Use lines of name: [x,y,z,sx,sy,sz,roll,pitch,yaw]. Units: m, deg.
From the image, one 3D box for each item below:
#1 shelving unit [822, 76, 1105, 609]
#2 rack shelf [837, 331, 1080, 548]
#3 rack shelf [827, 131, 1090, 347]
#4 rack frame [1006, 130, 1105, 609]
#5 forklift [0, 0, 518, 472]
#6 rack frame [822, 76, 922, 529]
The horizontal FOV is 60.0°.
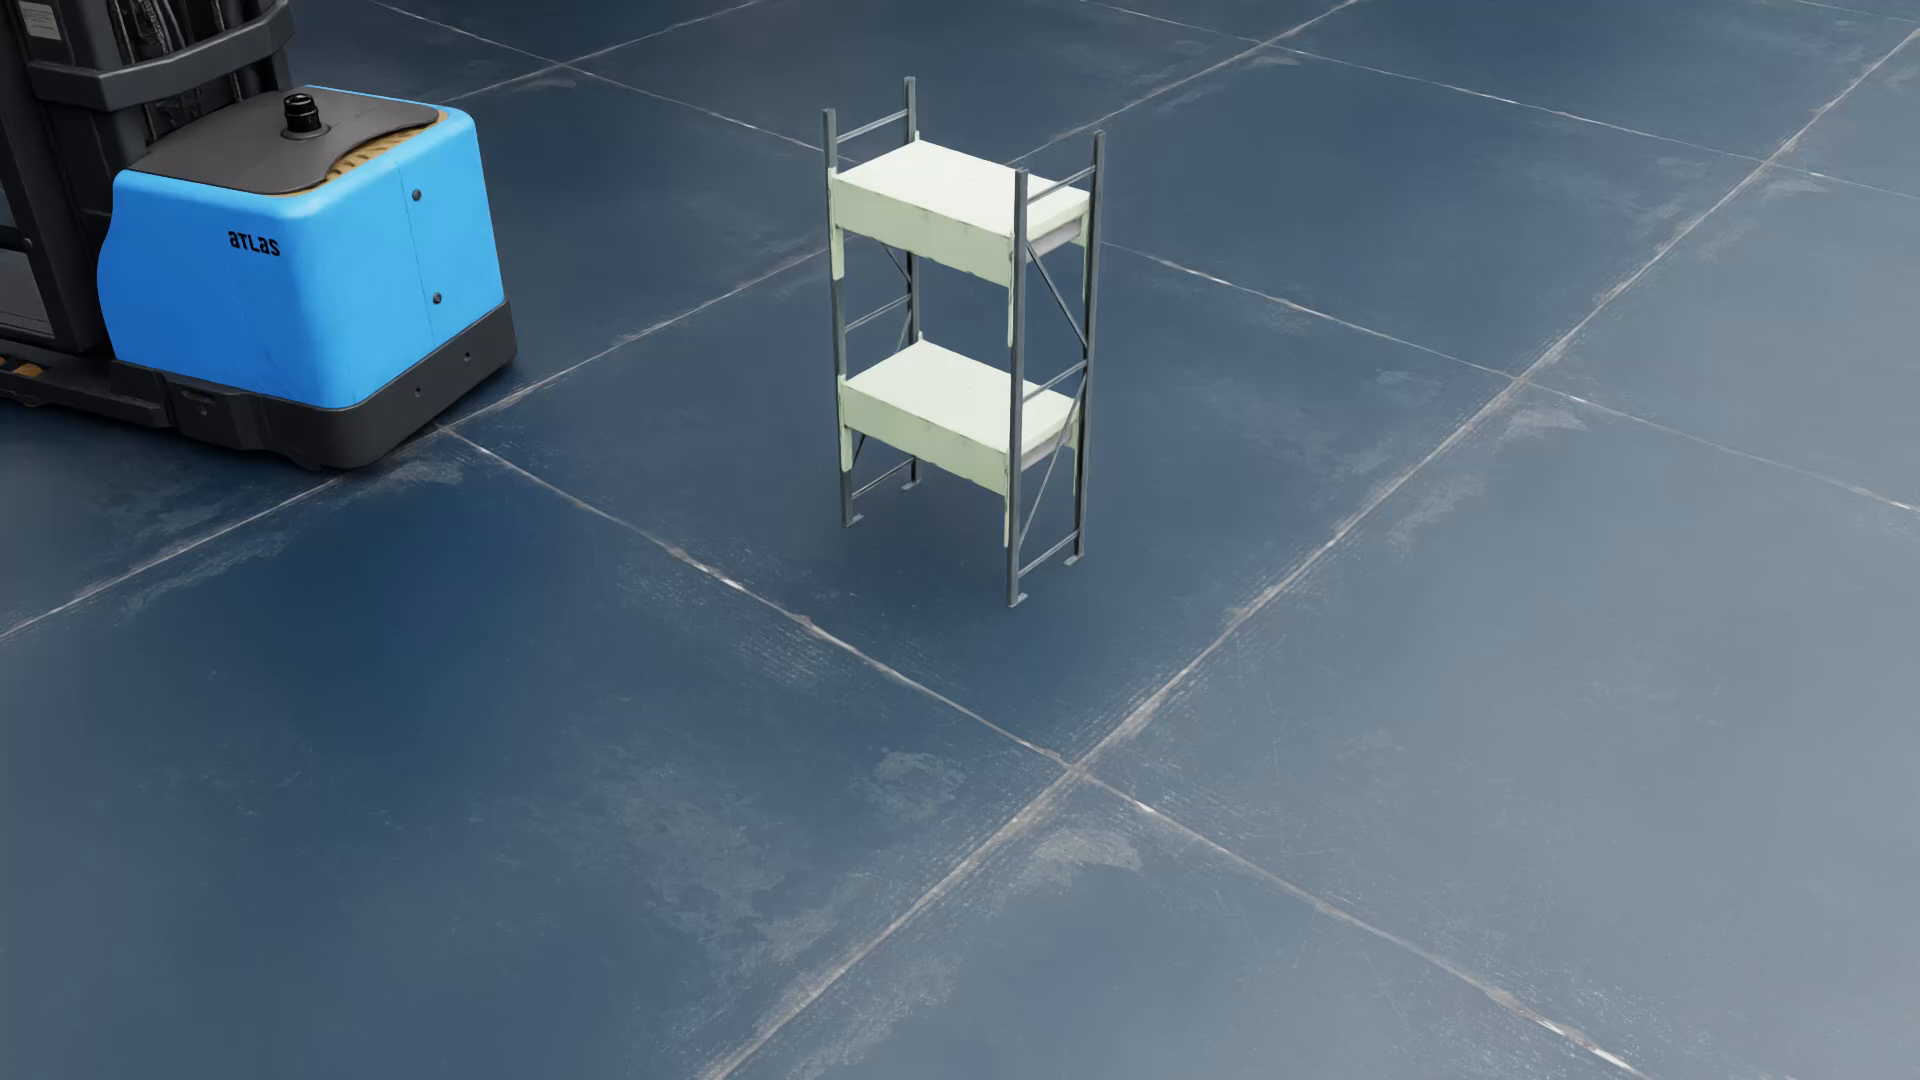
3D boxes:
shelving unit: [0.005,-0.616,5.322,0.755,1.500,0.431,25,42,32]
rack shelf: [0.005,-0.347,5.506,0.720,0.370,0.431,25,42,32]
rack shelf: [0.005,-0.938,5.101,0.720,0.370,0.431,25,42,32]
rack frame: [0.286,-0.483,5.129,0.023,1.500,0.400,25,42,32]
forklift: [-3.359,-1.988,6.056,3.031,2.935,1.130,13,37,18]
rack frame: [-0.276,-0.748,5.515,0.023,1.500,0.400,25,42,32]
